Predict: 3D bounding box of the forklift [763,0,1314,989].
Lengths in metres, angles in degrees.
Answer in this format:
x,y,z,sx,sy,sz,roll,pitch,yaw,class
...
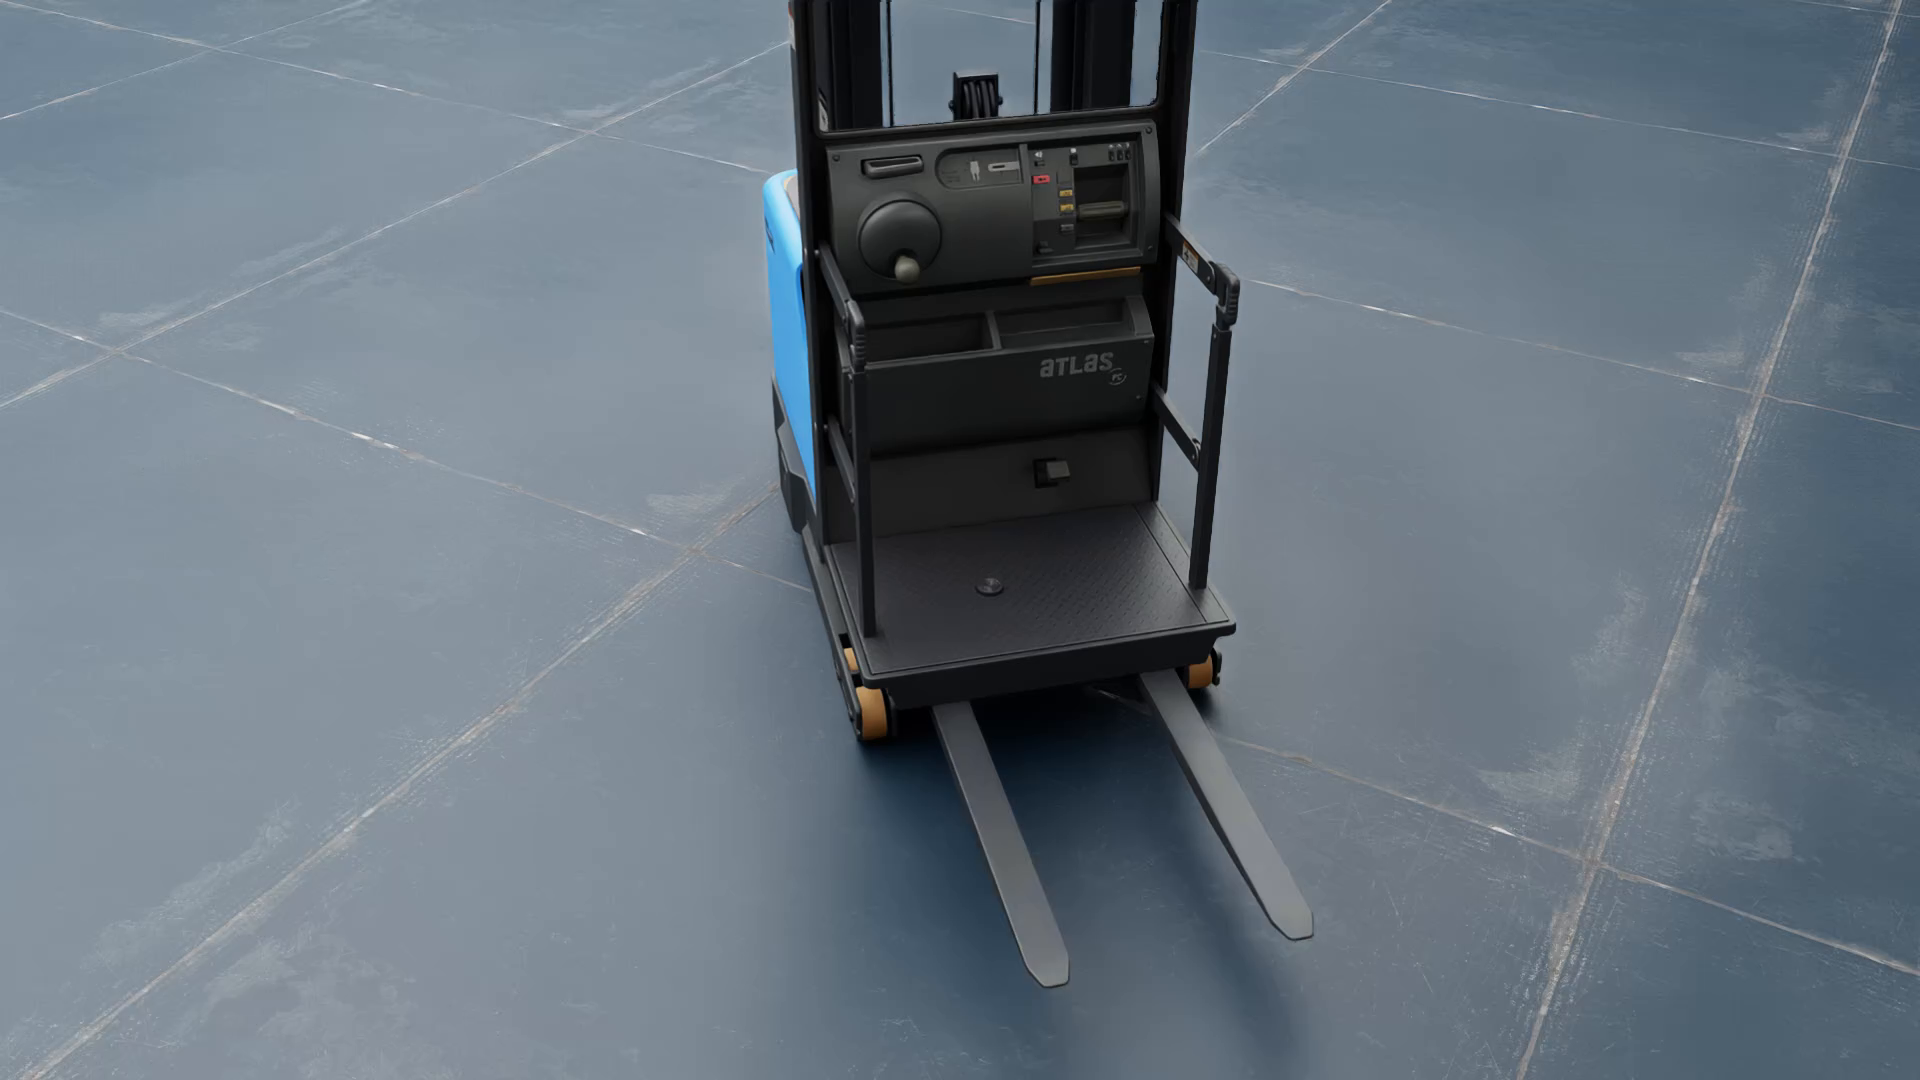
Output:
x,y,z,sx,sy,sz,roll,pitch,yaw,class
0.156,-0.867,4.408,1.130,2.935,3.031,-8,34,-11,forklift
